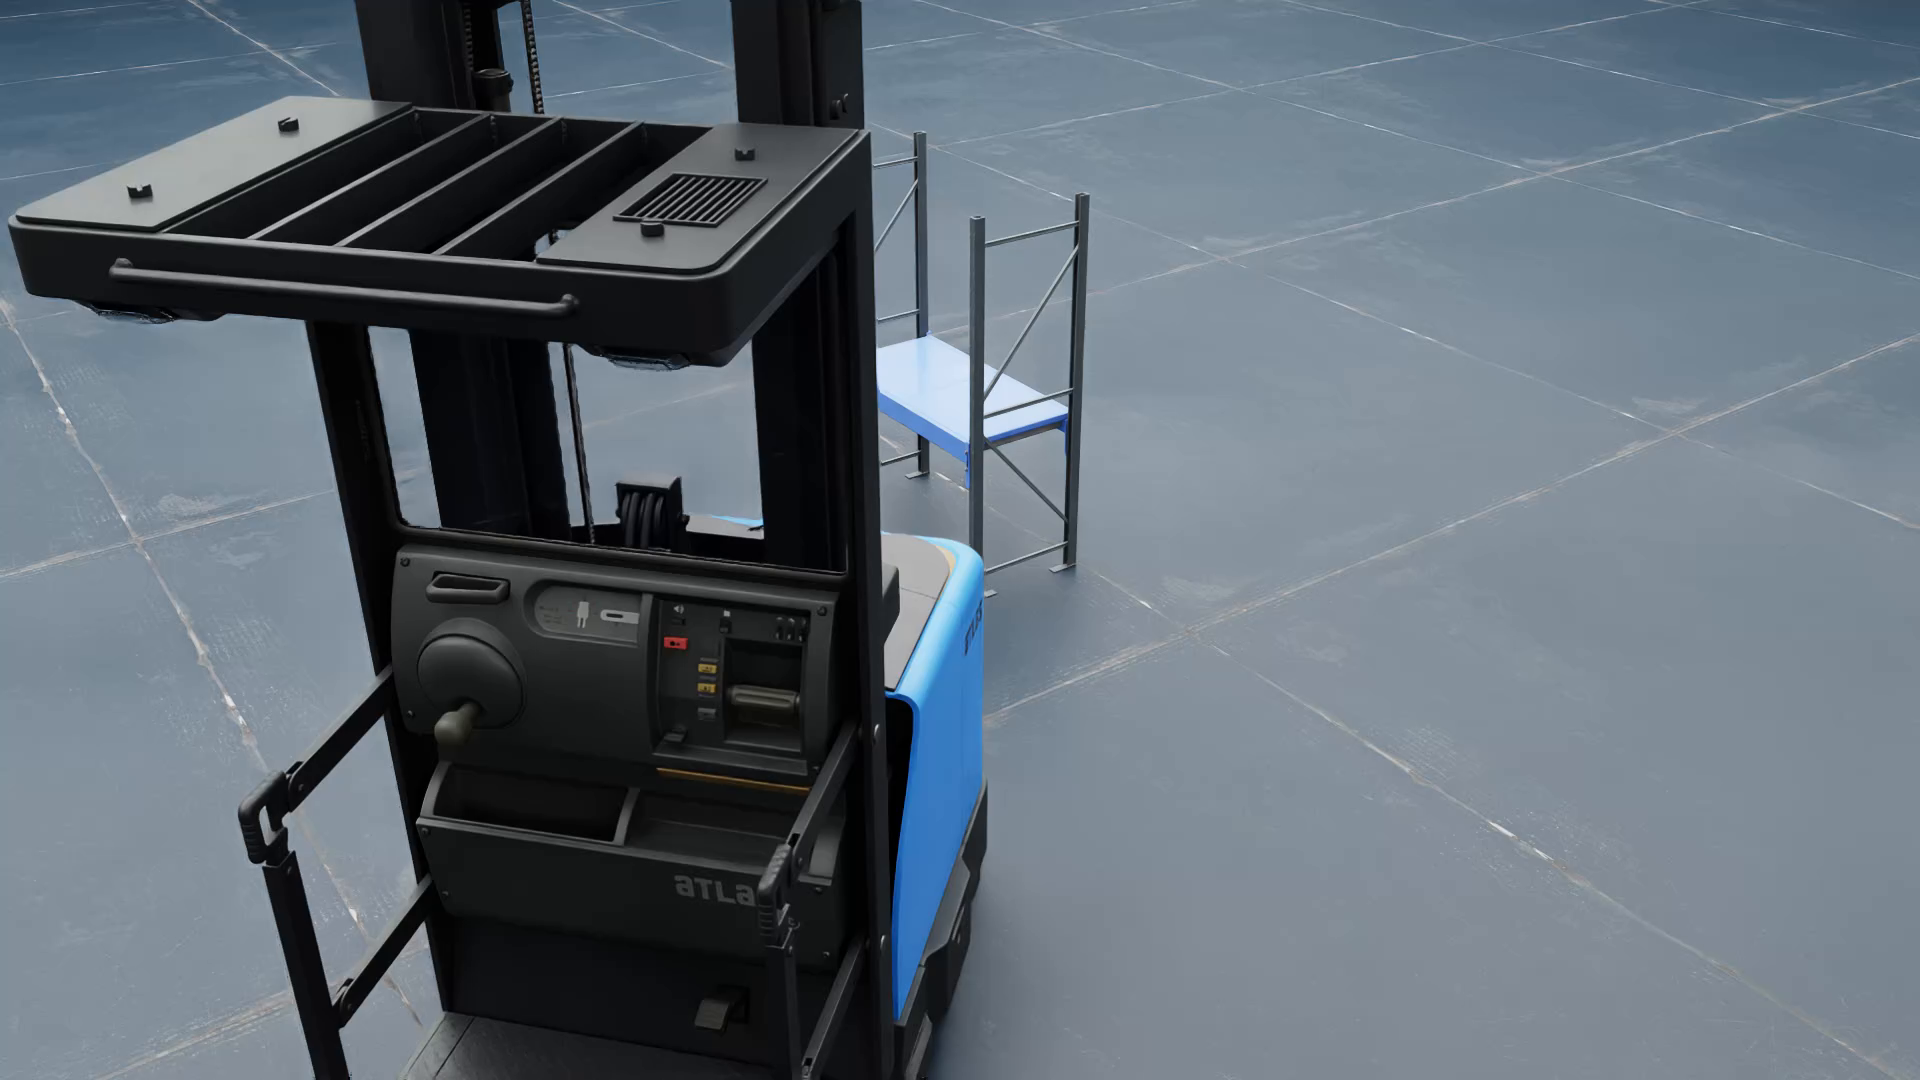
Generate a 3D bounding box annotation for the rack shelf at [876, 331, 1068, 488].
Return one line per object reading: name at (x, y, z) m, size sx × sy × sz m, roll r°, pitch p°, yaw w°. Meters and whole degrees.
rack shelf at (-0.049, -0.534, 6.539) m, size 0.538 × 0.185 × 1.000 m, roll -19°, pitch 34°, yaw -31°

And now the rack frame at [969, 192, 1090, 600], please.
rack frame at (0.245, -0.495, 6.089) m, size 0.500 × 1.500 × 0.032 m, roll -19°, pitch 34°, yaw -31°

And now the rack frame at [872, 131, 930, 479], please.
rack frame at (-0.344, -0.890, 6.817) m, size 0.500 × 1.500 × 0.032 m, roll -19°, pitch 34°, yaw -31°

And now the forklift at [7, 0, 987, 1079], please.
forklift at (-0.745, 0.294, 3.138) m, size 1.130 × 2.935 × 3.031 m, roll 6°, pitch 29°, yaw 11°

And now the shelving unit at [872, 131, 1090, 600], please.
shelving unit at (-0.049, -0.692, 6.453) m, size 0.538 × 1.500 × 1.048 m, roll -19°, pitch 34°, yaw -31°
